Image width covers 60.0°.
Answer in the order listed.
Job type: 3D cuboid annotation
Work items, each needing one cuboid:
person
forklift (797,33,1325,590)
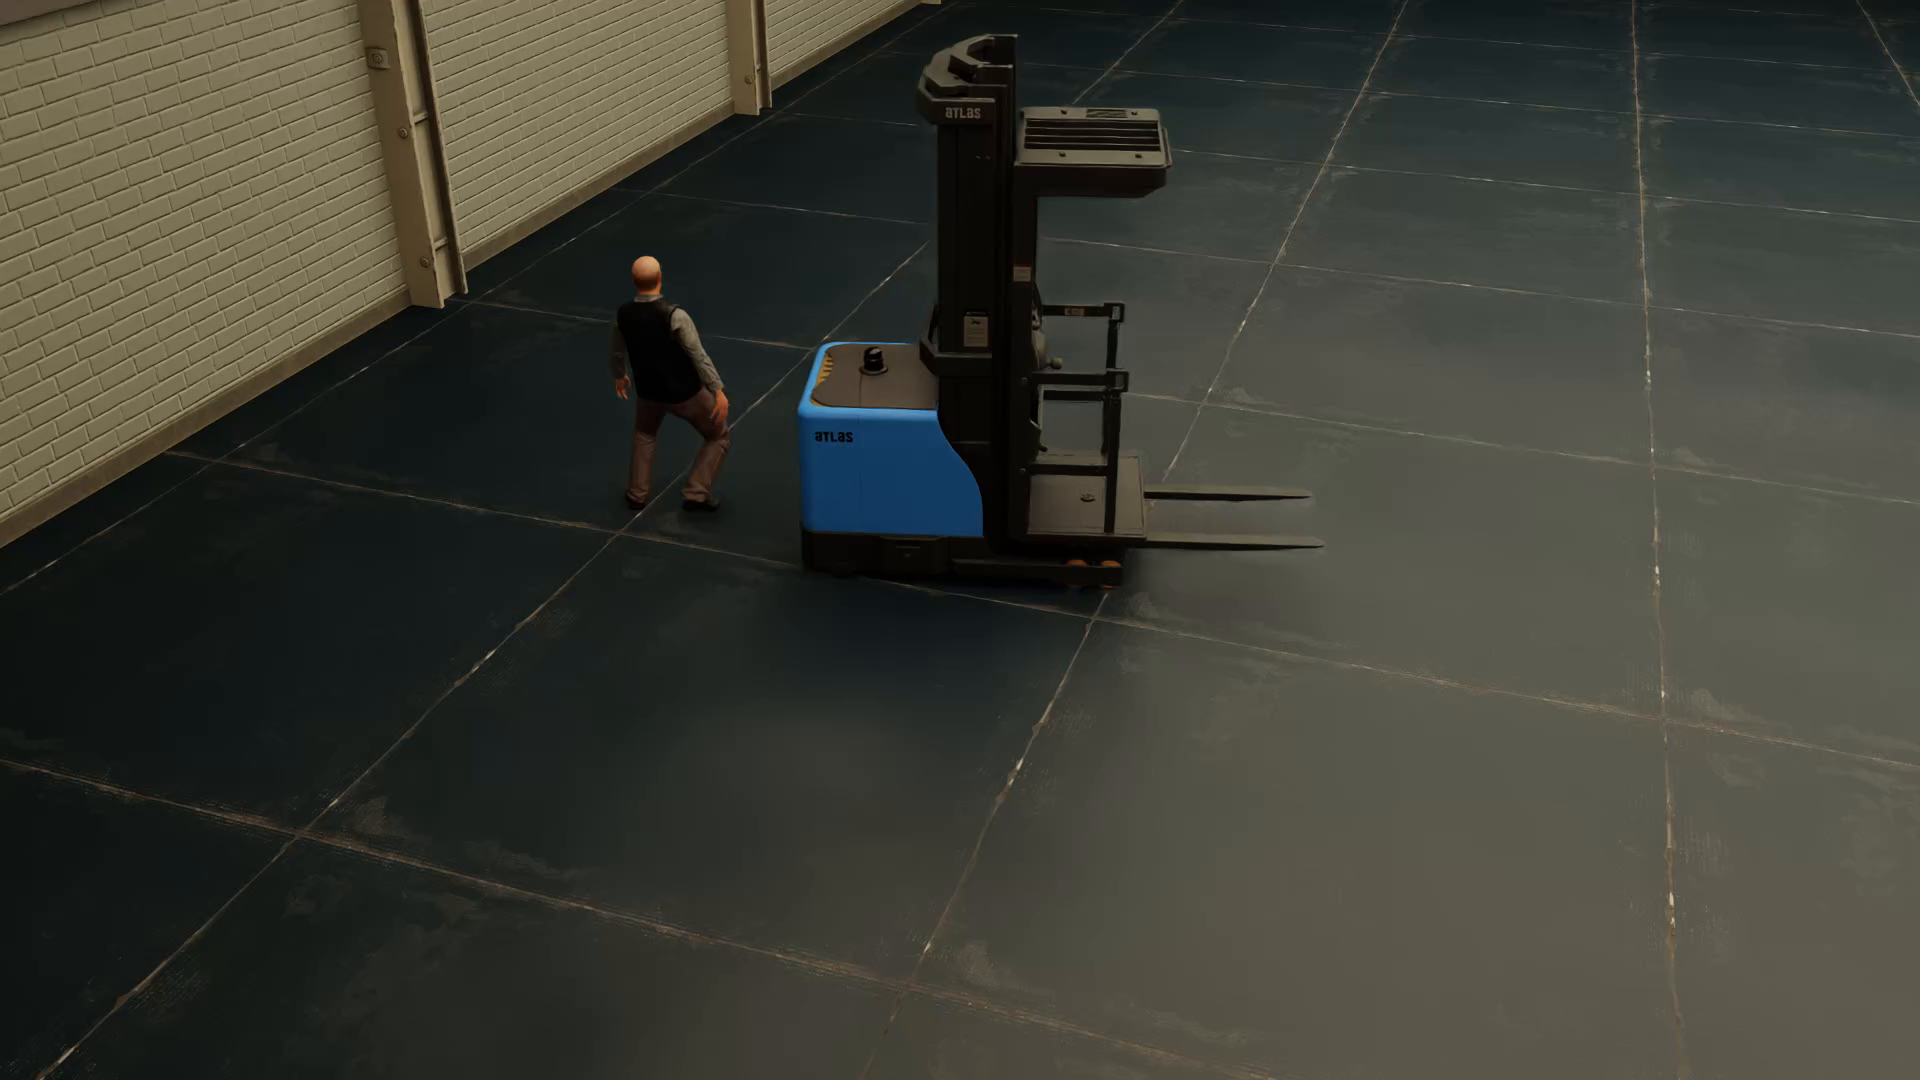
[{"bbox_3d":[-1.746,-0.923,10.080,0.885,1.634,0.486,13,32,22],"label":"person"},{"bbox_3d":[0.614,-1.260,9.347,3.031,2.935,1.130,2,30,3],"label":"forklift"}]
